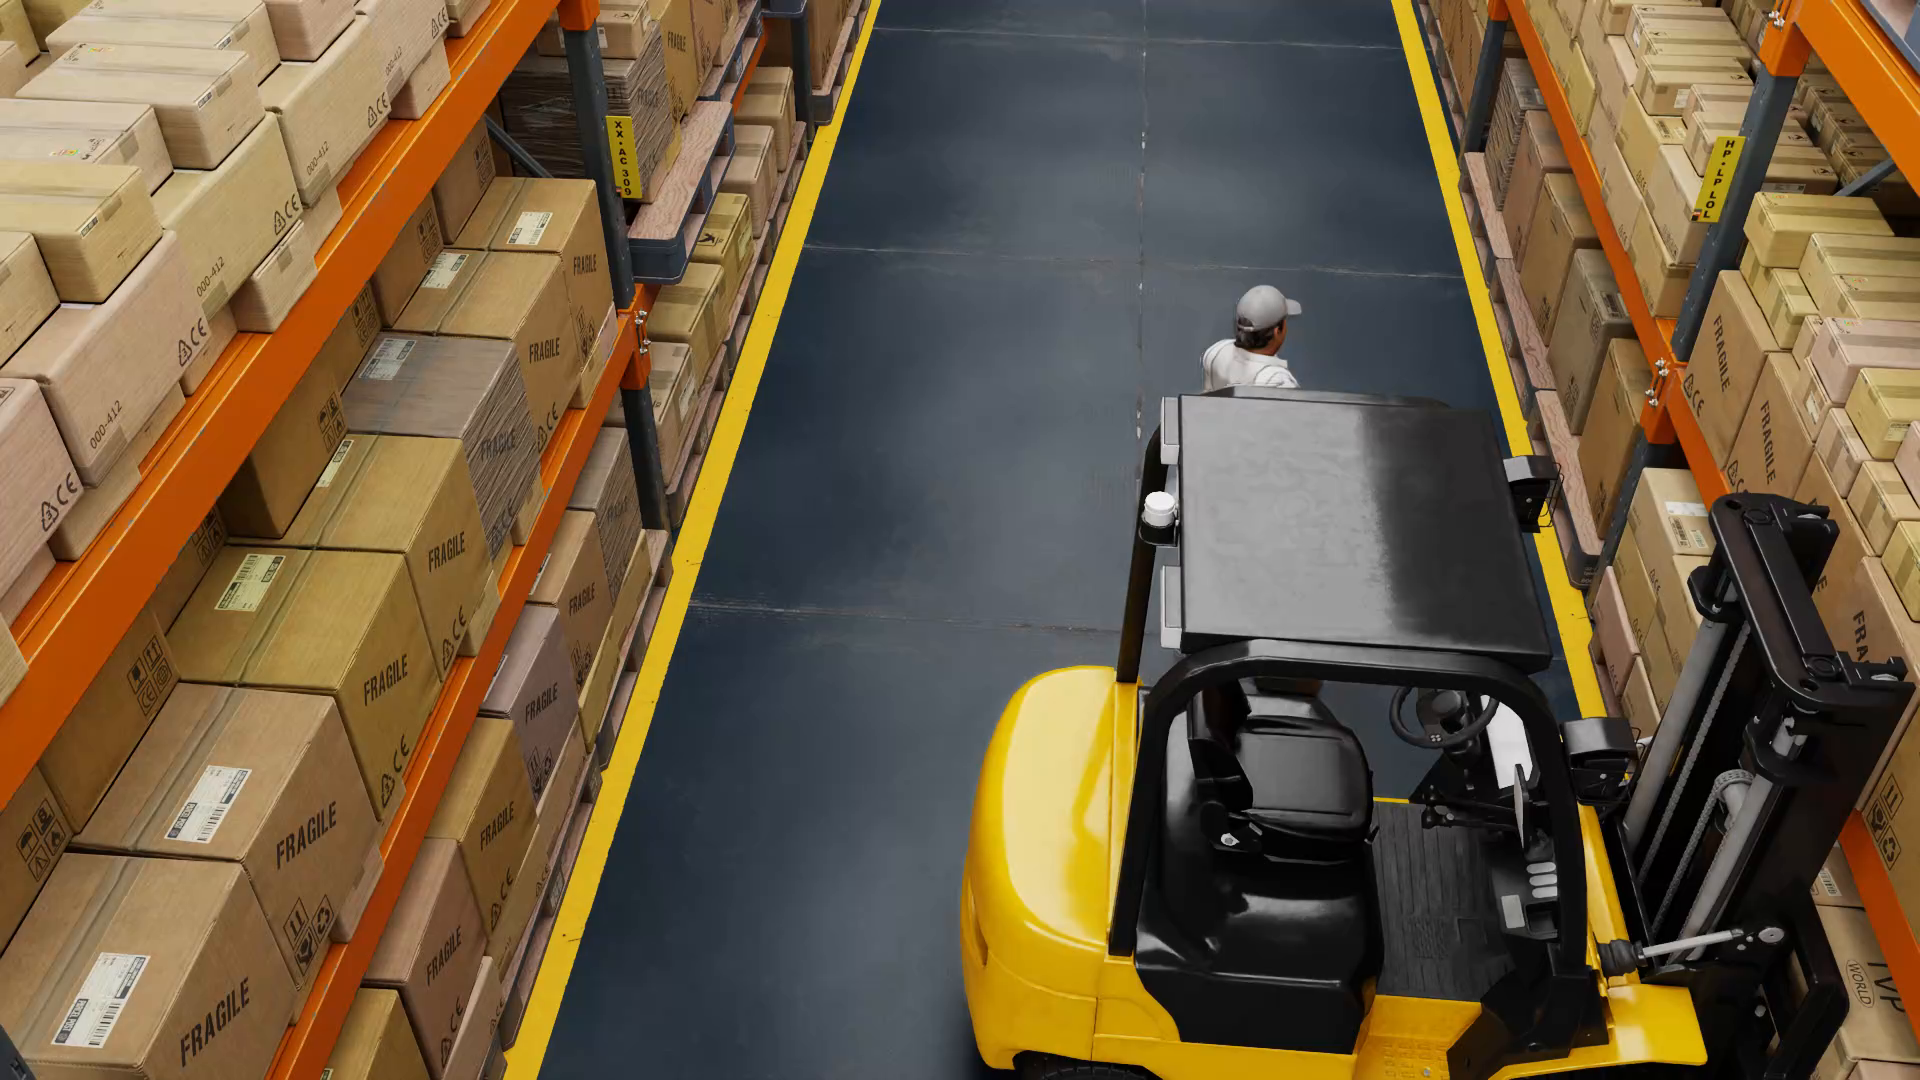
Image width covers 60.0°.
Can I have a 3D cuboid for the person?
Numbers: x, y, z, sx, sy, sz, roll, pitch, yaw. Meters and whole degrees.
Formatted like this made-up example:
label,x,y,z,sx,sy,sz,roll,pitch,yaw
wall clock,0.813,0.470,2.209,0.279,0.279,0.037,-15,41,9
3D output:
label,x,y,z,sx,sy,sz,roll,pitch,yaw
person,1.089,-0.160,6.359,0.534,1.643,0.656,-17,43,-19
